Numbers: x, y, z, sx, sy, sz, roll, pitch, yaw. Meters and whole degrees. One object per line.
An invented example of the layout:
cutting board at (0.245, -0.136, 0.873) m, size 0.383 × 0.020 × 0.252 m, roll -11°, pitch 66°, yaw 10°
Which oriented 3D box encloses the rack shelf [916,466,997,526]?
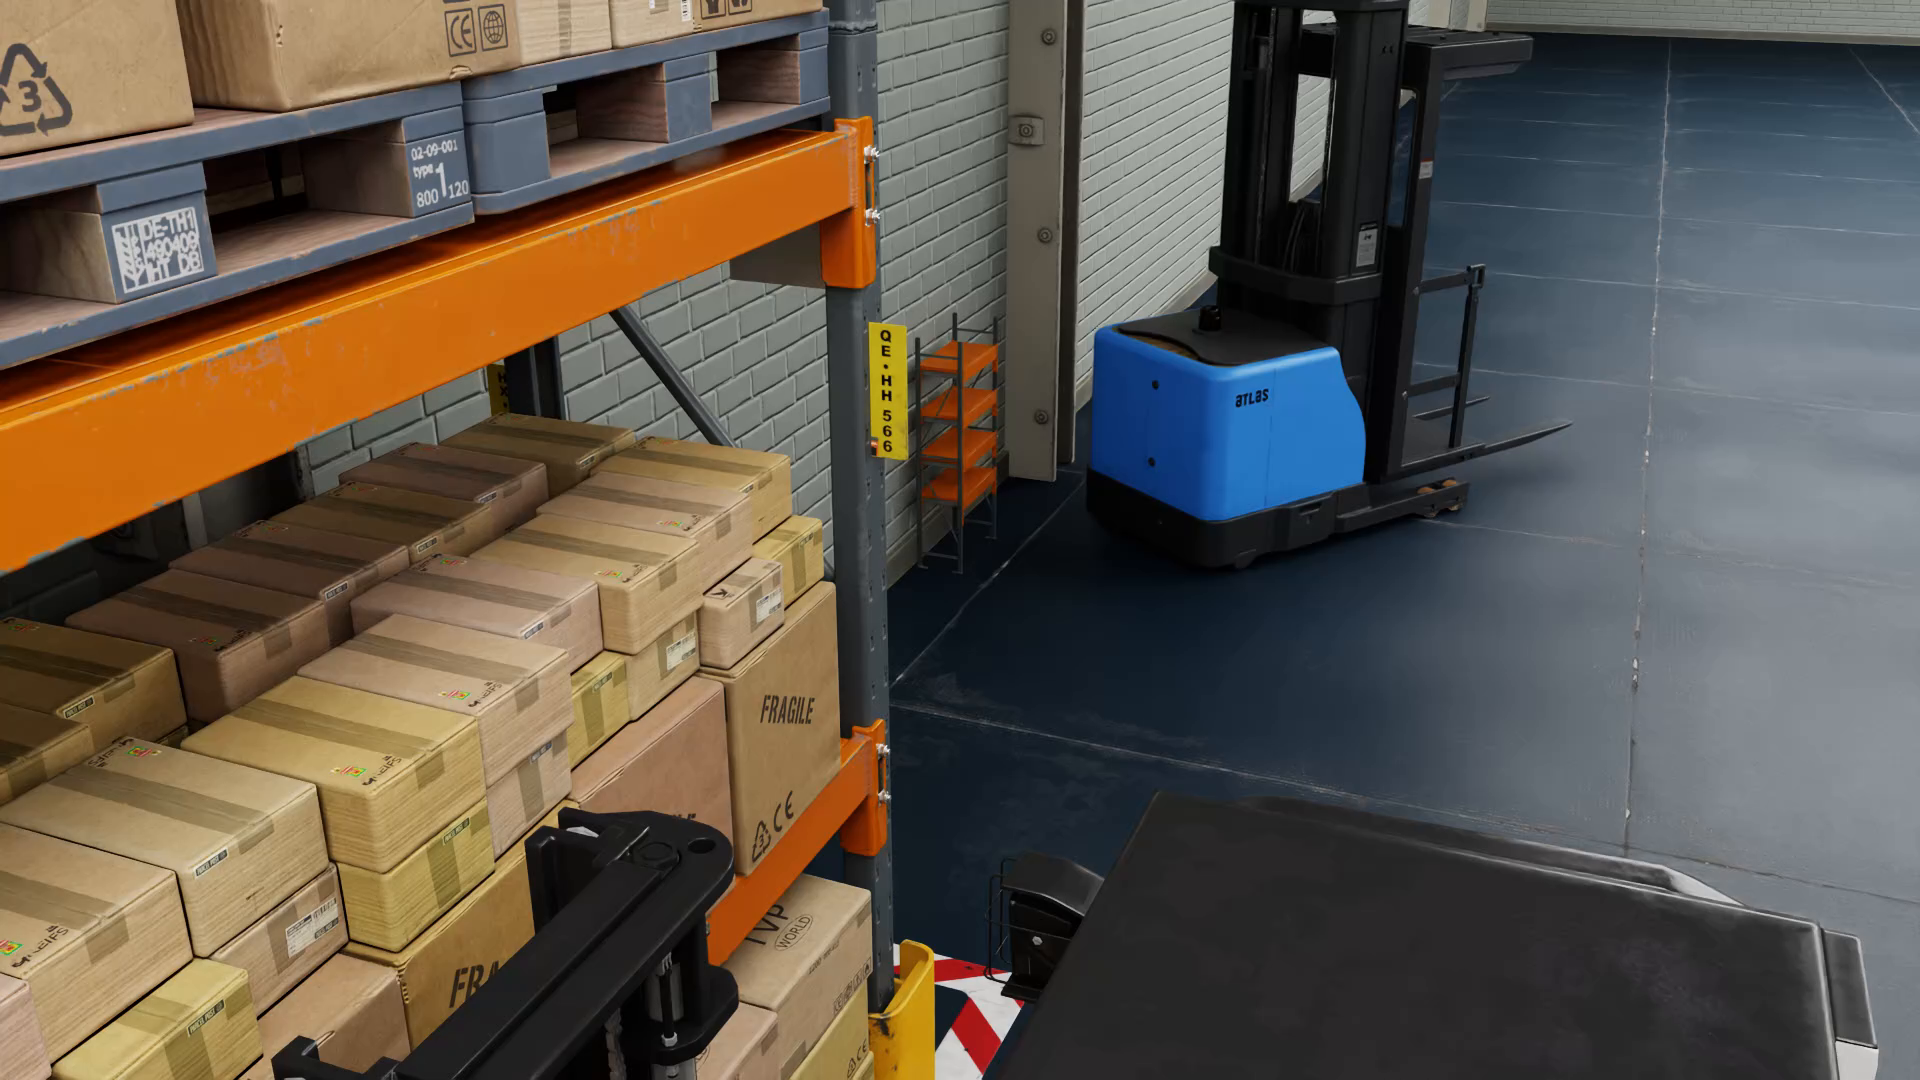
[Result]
rack shelf at (-0.013, -0.242, 8.463) m, size 0.258 × 0.148 × 0.480 m, roll 9°, pitch 24°, yaw 20°

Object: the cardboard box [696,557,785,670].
cardboard box at (-0.604, 0.131, 3.574) m, size 0.380 × 0.149 × 0.250 m, roll 9°, pitch 24°, yaw 21°

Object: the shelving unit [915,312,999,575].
shelving unit at (-0.013, -0.488, 8.360) m, size 0.258 × 1.200 × 0.503 m, roll 9°, pitch 24°, yaw 20°

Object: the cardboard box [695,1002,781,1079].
cardboard box at (-0.734, 1.223, 3.655) m, size 0.500 × 0.250 × 0.500 m, roll 9°, pitch 24°, yaw 21°

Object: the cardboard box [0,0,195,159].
cardboard box at (-1.332, -0.706, 1.848) m, size 0.797 × 0.503 × 0.637 m, roll 10°, pitch 25°, yaw 22°

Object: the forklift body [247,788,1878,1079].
forklift body at (0.321, 1.548, 2.254) m, size 2.313 × 2.155 × 1.214 m, roll 9°, pitch 24°, yaw 20°

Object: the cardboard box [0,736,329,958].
cardboard box at (-1.170, 0.442, 2.443) m, size 0.380 × 0.149 × 0.250 m, roll 9°, pitch 24°, yaw 21°

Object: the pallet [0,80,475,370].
pallet at (-1.406, -0.439, 2.133) m, size 1.003 × 0.211 × 1.213 m, roll 9°, pitch 24°, yaw 20°

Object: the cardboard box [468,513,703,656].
cardboard box at (-0.740, 0.082, 3.304) m, size 0.380 × 0.149 × 0.250 m, roll 9°, pitch 24°, yaw 21°

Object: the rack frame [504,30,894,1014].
rack frame at (-0.668, 0.216, 4.340) m, size 1.000 × 3.000 × 0.127 m, roll 9°, pitch 24°, yaw 20°

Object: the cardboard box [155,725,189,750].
cardboard box at (-1.578, 0.405, 2.917) m, size 0.380 × 0.149 × 0.250 m, roll 10°, pitch 25°, yaw 22°

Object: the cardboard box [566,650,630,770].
cardboard box at (-0.860, 0.302, 3.164) m, size 0.380 × 0.149 × 0.250 m, roll 9°, pitch 24°, yaw 20°

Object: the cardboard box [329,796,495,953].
cardboard box at (-0.990, 0.498, 2.695) m, size 0.380 × 0.149 × 0.250 m, roll 9°, pitch 24°, yaw 20°

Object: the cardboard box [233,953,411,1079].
cardboard box at (-1.175, 0.933, 2.494) m, size 0.500 × 0.500 × 0.500 m, roll 9°, pitch 24°, yaw 20°

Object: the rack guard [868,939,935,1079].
rack guard at (-0.659, 1.361, 4.842) m, size 1.175 × 0.500 × 0.348 m, roll 9°, pitch 24°, yaw 20°

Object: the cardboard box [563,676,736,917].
cardboard box at (-0.808, 0.568, 3.368) m, size 0.500 × 0.500 × 0.500 m, roll 10°, pitch 25°, yaw 22°

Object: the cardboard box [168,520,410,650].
cardboard box at (-1.310, 0.095, 3.273) m, size 0.380 × 0.149 × 0.250 m, roll 9°, pitch 24°, yaw 20°

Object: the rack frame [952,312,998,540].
rack frame at (0.076, -0.575, 8.570) m, size 0.240 × 1.200 × 0.015 m, roll 9°, pitch 24°, yaw 20°

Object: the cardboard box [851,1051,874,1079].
cardboard box at (-0.549, 1.505, 4.278) m, size 0.500 × 0.250 × 0.500 m, roll 9°, pitch 24°, yaw 20°

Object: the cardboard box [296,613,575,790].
cardboard box at (-0.895, 0.270, 2.855) m, size 0.380 × 0.149 × 0.250 m, roll 9°, pitch 24°, yaw 21°

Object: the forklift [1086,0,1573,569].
forklift at (2.189, -1.626, 8.841) m, size 3.031 × 2.935 × 1.130 m, roll -14°, pitch 27°, yaw -31°

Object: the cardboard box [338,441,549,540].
cardboard box at (-1.148, -0.090, 3.718) m, size 0.380 × 0.149 × 0.250 m, roll 10°, pitch 25°, yaw 22°

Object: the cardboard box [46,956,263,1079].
cardboard box at (-1.198, 0.676, 2.270) m, size 0.380 × 0.149 × 0.250 m, roll 8°, pitch 24°, yaw 19°

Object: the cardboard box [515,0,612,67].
cardboard box at (-0.788, -0.915, 2.656) m, size 0.396 × 0.266 × 0.258 m, roll 9°, pitch 24°, yaw 20°

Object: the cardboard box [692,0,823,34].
cardboard box at (-0.606, -1.260, 3.180) m, size 0.500 × 0.500 × 0.500 m, roll 10°, pitch 25°, yaw 22°

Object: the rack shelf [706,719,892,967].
rack shelf at (-1.411, 1.264, 2.765) m, size 1.077 × 0.370 × 4.000 m, roll 9°, pitch 24°, yaw 20°

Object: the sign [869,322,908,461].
sign at (-0.169, -0.344, 3.873) m, size 0.100 × 0.325 × 0.005 m, roll 9°, pitch 24°, yaw 20°

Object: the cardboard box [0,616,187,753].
cardboard box at (-1.574, 0.273, 2.848) m, size 0.380 × 0.149 × 0.250 m, roll 8°, pitch 24°, yaw 19°

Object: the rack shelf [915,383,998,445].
rack shelf at (-0.012, -0.632, 8.300) m, size 0.258 × 0.148 × 0.480 m, roll 9°, pitch 24°, yaw 20°

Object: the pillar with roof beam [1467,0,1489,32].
pillar with roof beam at (13.377, -12.551, 27.122) m, size 9.100 × 9.000 × 0.400 m, roll 9°, pitch 24°, yaw 20°

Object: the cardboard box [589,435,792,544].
cardboard box at (-0.605, -0.108, 3.759) m, size 0.380 × 0.149 × 0.250 m, roll 9°, pitch 24°, yaw 20°

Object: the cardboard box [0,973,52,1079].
cardboard box at (-1.355, 0.621, 2.014) m, size 0.380 × 0.149 × 0.250 m, roll 9°, pitch 24°, yaw 20°
